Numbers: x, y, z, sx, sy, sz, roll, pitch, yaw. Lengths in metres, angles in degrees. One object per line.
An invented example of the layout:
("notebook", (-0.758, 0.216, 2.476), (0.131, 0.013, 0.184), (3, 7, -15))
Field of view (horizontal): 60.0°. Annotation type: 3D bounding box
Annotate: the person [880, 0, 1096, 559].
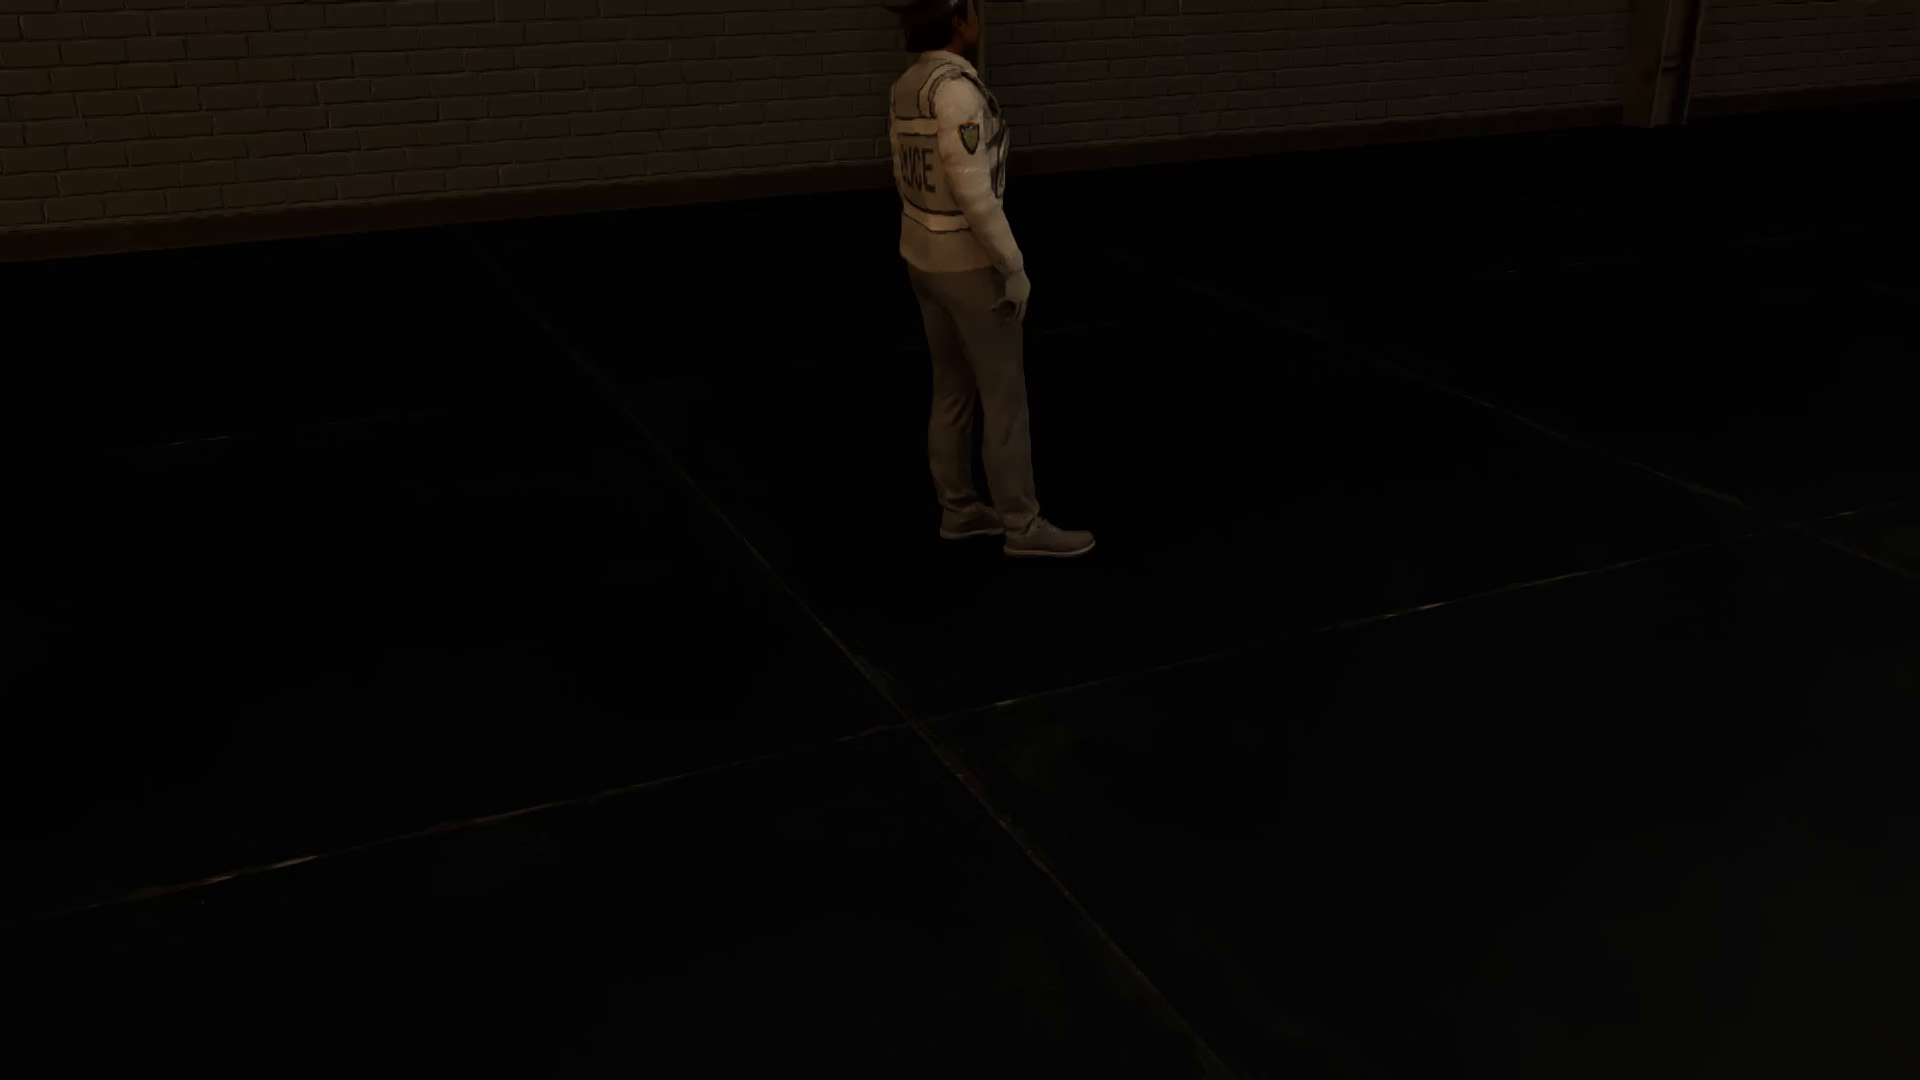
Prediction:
("person", (0.064, -0.798, 4.799), (0.532, 1.695, 0.586), (-10, 25, -23))
